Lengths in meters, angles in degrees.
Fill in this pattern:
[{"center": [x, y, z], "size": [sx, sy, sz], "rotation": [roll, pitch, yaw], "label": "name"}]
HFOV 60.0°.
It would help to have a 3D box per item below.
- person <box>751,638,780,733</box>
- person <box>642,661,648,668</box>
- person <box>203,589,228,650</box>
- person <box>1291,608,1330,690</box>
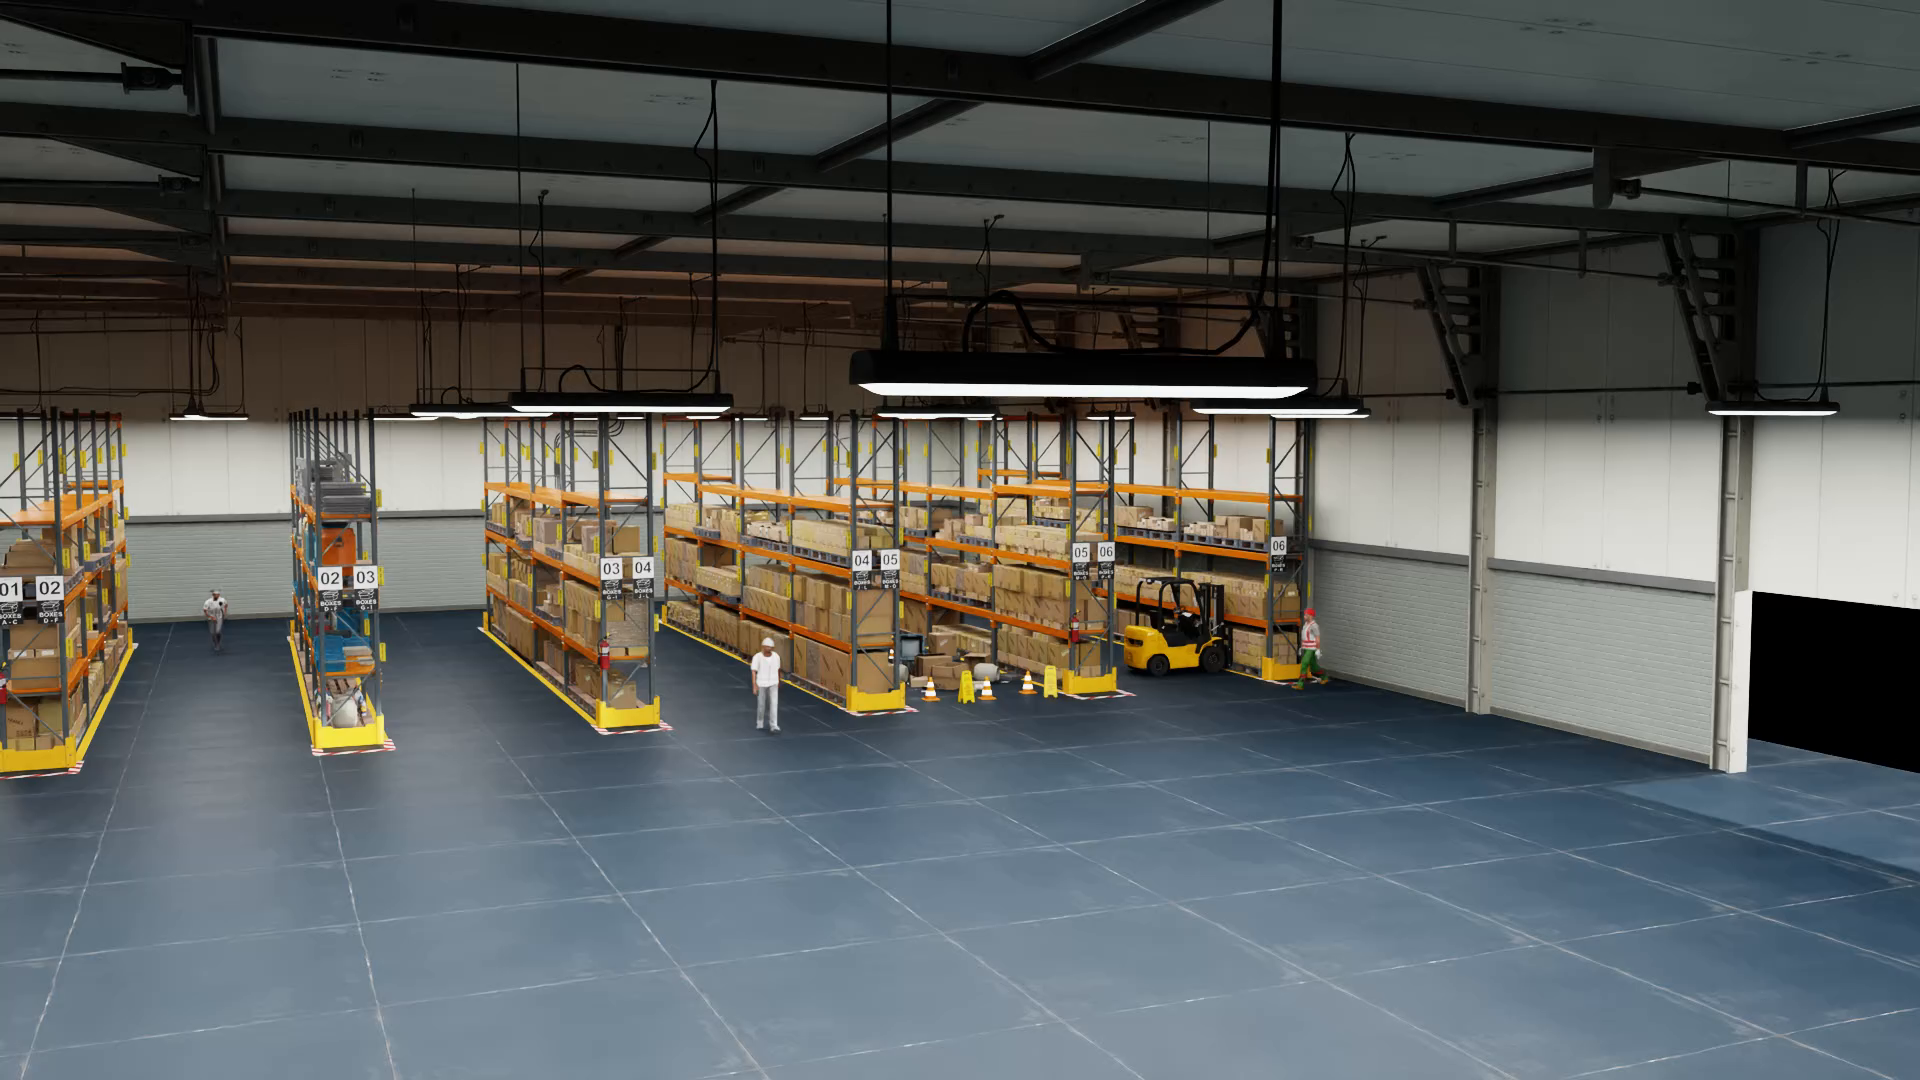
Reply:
[{"center": [-3.575, 2.686, 30.833], "size": [0.603, 1.742, 0.904], "rotation": [-1, 4, -19], "label": "person"}, {"center": [-7.613, 2.190, 39.059], "size": [0.374, 1.550, 0.893], "rotation": [-3, 5, -34], "label": "person"}, {"center": [-18.751, 1.994, 41.897], "size": [0.515, 1.597, 0.730], "rotation": [-1, 4, -14], "label": "person"}, {"center": [7.555, 2.343, 35.767], "size": [1.075, 1.748, 0.550], "rotation": [-2, 4, -22], "label": "person"}]
